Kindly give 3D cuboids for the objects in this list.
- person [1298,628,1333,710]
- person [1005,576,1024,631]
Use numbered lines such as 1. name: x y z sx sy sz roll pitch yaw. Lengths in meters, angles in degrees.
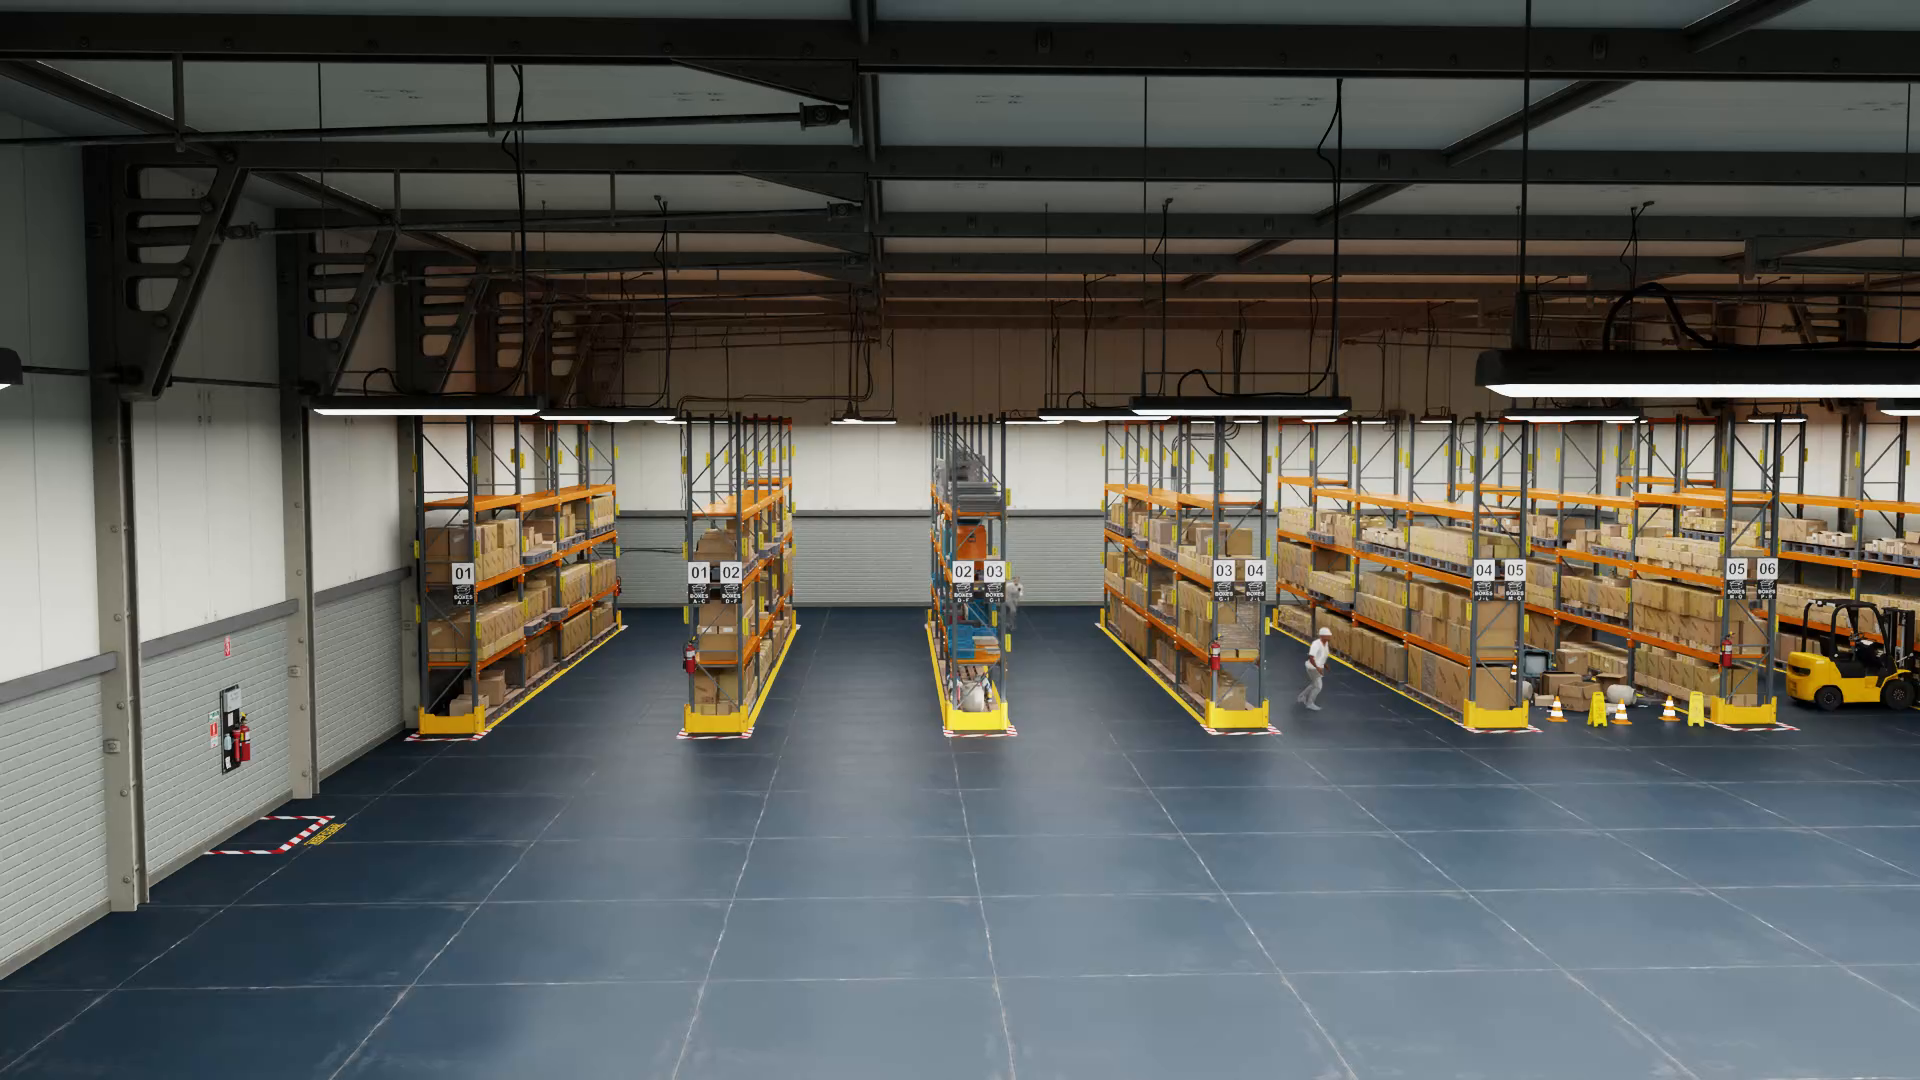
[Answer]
1. person: 7.154 2.596 33.628 0.829 1.694 0.667 3 5 36
2. person: 1.441 1.780 46.857 0.645 1.591 0.919 -2 4 -24
